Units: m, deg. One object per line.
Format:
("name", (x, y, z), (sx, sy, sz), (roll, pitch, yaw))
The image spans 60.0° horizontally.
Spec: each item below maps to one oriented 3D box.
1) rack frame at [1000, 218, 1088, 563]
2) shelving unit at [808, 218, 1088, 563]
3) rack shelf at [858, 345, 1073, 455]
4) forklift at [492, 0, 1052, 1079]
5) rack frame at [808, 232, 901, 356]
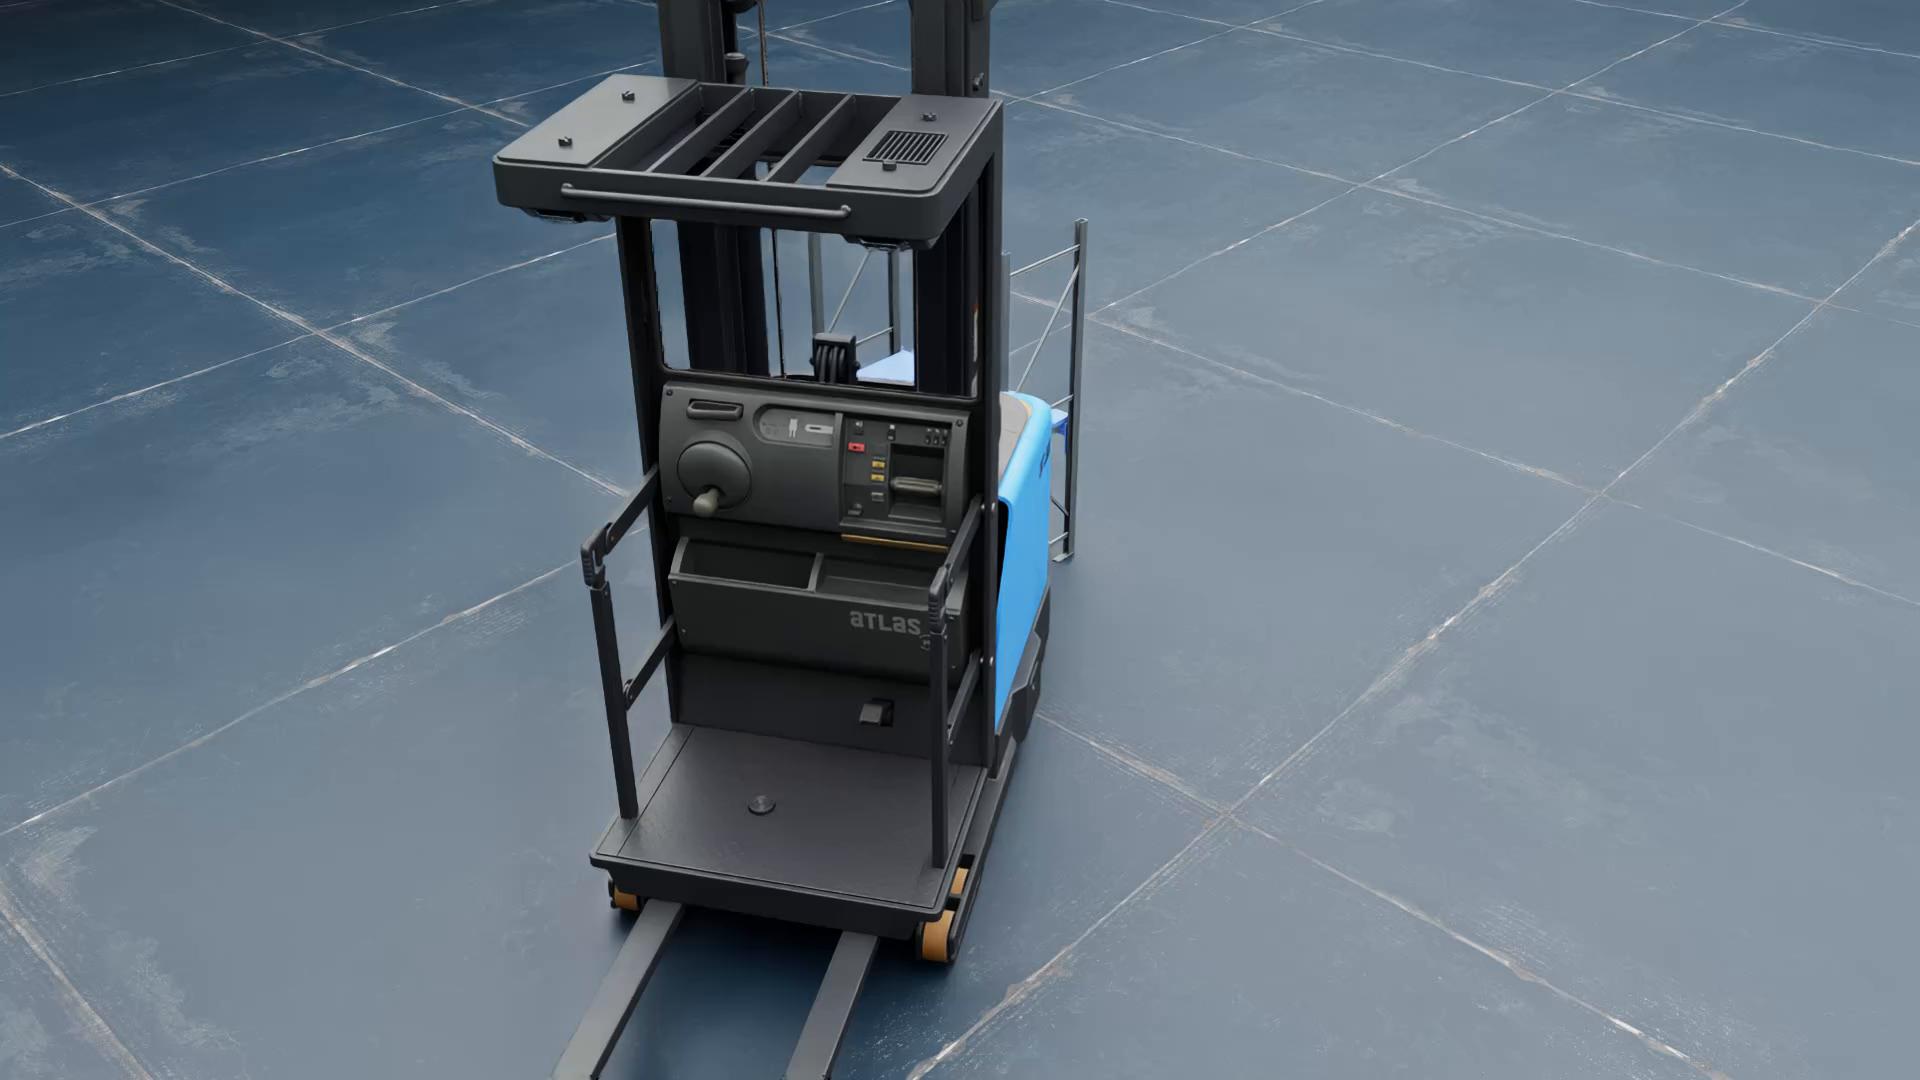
("rack frame", (0.314, -0.496, 6.620), (0.032, 1.500, 0.500), (25, 39, 35))
("shelving unit", (-0.063, -0.672, 6.912), (1.048, 1.500, 0.538), (25, 39, 35))
("rack shelf", (-0.063, -0.518, 7.005), (1.000, 0.185, 0.538), (25, 39, 35))
("forklift", (-0.482, -0.177, 4.701), (1.130, 2.935, 3.031), (7, 32, 11))
("rack frame", (-0.440, -0.848, 7.204), (0.032, 1.500, 0.500), (25, 39, 35))
